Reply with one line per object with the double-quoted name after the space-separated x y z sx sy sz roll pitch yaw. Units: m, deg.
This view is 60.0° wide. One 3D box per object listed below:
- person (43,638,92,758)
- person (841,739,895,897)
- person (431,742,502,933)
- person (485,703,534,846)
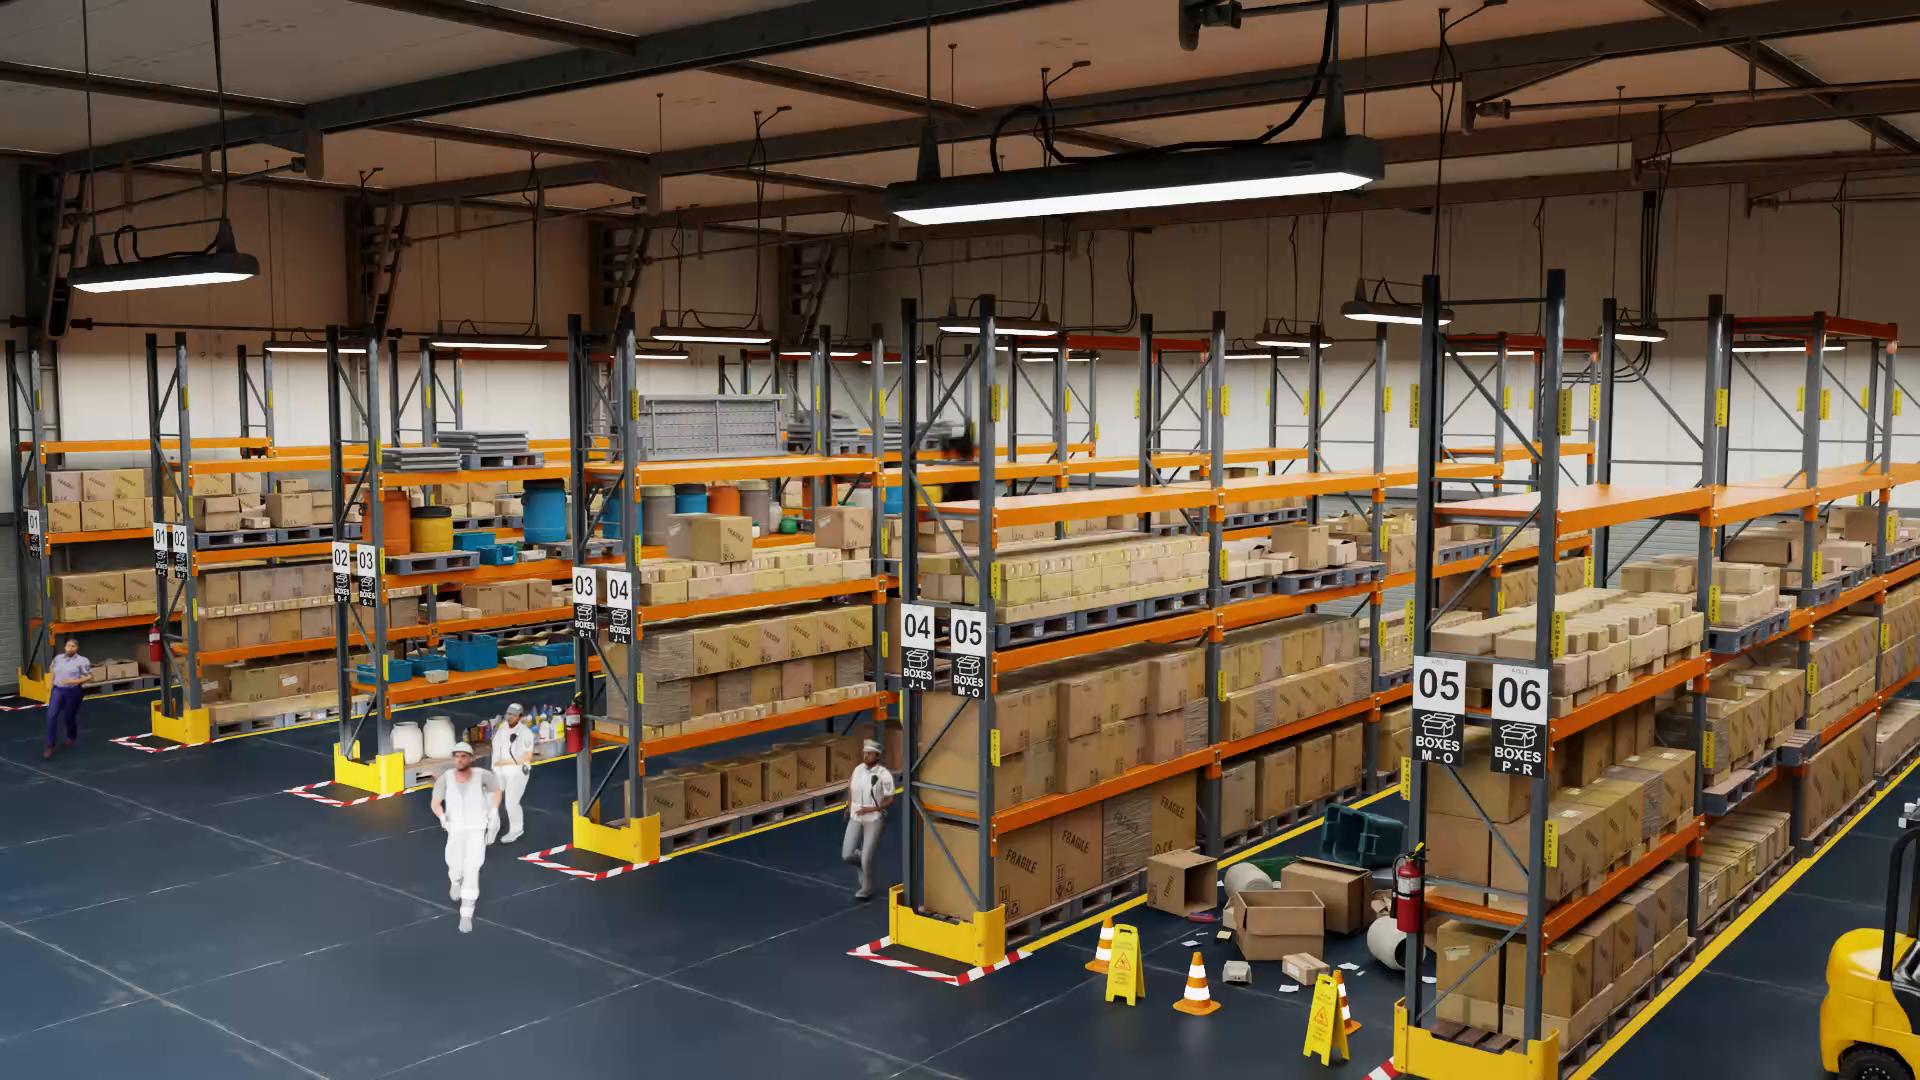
-12.738 2.222 23.791 0.628 1.642 0.836 -1 5 -11 "person"
-0.947 2.832 16.881 0.587 1.624 0.511 2 6 22 "person"
-4.808 2.835 16.224 0.665 1.782 0.886 -1 5 -11 "person"
-5.109 2.664 18.896 0.626 1.666 0.633 1 5 15 "person"
